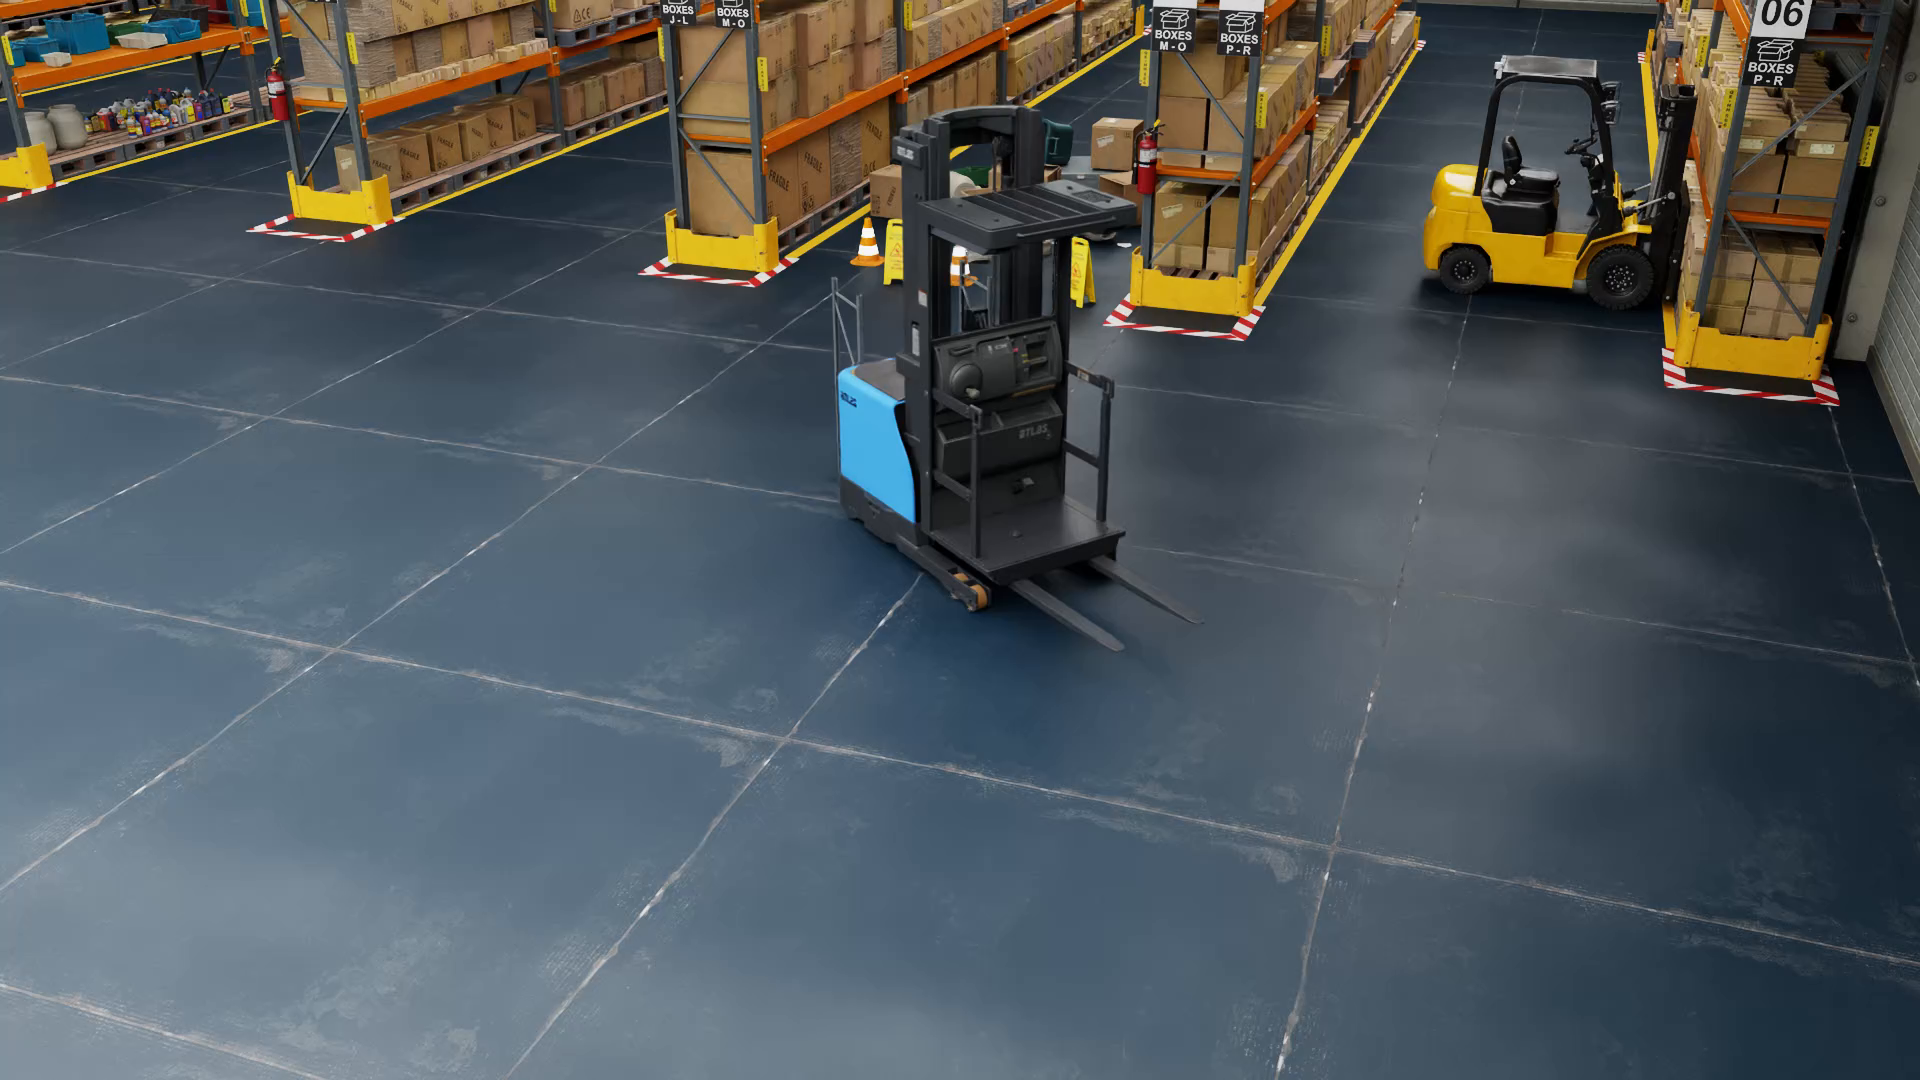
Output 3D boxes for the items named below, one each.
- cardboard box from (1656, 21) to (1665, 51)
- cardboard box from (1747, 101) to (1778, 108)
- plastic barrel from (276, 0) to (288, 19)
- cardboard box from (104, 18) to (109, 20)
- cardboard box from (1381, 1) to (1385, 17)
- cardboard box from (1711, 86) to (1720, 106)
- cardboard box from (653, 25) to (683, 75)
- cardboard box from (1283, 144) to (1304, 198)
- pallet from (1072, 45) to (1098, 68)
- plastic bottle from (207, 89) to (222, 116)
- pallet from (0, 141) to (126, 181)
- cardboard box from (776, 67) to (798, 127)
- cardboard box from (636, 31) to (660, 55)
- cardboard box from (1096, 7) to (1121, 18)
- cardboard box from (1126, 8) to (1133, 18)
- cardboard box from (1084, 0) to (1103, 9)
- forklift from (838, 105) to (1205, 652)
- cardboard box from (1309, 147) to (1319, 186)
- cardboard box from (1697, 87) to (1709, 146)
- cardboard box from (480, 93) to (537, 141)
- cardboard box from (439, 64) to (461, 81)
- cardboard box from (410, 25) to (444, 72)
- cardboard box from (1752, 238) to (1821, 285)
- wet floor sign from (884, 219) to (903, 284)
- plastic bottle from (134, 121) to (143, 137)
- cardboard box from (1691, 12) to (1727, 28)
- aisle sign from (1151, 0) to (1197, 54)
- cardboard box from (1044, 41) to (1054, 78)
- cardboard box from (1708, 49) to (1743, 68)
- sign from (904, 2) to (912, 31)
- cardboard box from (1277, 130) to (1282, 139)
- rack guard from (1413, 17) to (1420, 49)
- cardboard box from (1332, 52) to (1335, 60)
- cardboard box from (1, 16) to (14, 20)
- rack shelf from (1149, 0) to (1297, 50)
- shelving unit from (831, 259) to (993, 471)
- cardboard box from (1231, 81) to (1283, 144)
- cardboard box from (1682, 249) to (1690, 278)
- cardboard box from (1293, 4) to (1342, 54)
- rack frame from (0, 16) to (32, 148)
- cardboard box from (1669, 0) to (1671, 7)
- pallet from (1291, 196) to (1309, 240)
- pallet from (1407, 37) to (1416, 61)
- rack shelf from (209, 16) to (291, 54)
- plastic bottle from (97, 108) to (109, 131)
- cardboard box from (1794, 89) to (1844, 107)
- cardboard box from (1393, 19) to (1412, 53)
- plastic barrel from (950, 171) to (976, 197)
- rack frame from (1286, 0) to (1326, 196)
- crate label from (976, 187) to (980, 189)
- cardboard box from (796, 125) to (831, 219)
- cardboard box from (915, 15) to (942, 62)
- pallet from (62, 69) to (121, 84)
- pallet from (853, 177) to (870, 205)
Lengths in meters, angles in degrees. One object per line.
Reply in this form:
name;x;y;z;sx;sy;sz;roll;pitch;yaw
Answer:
cardboard box;11.938;-8.282;27.519;0.797;0.503;0.637;8;27;15
cardboard box;6.941;-3.745;14.565;0.380;0.149;0.250;9;27;19
plastic barrel;-9.935;-7.819;24.024;0.433;0.535;0.433;0;26;0
cardboard box;-14.417;-8.574;27.770;0.500;0.311;0.500;8;27;16
cardboard box;5.949;-7.826;24.368;0.500;0.250;0.500;8;27;16
cardboard box;7.430;-4.245;15.940;0.380;0.149;0.250;8;27;16
cardboard box;-4.210;-7.835;26.170;1.225;0.875;0.875;7;27;15
cardboard box;3.444;-4.039;18.185;0.500;0.500;0.500;9;27;18
pallet;1.706;-8.231;28.231;1.003;0.211;1.213;9;27;17
plastic bottle;-10.403;-6.096;23.156;0.144;0.351;0.185;8;27;16
pallet;-11.535;-4.869;21.287;1.003;0.211;1.213;9;27;17
cardboard box;-2.234;-4.729;17.627;0.875;0.550;0.550;9;27;17
cardboard box;-4.653;-7.453;24.927;0.500;0.250;0.500;10;28;20
cardboard box;2.623;-9.332;29.413;0.380;0.149;0.250;10;28;19
cardboard box;2.941;-9.630;30.369;0.380;0.149;0.250;8;27;16
cardboard box;2.374;-9.725;30.225;0.380;0.149;0.250;9;27;18
forklift;0.368;-1.104;10.390;1.130;2.935;3.031;-16;30;-29
cardboard box;3.727;-4.463;19.783;0.950;0.372;0.625;9;27;18
cardboard box;7.686;-4.207;16.605;0.500;0.500;0.500;9;27;18
cardboard box;-5.961;-5.583;21.950;0.500;0.500;0.500;8;27;16
cardboard box;-6.211;-5.606;19.898;0.380;0.149;0.250;9;27;17
cardboard box;-6.652;-5.857;19.673;0.875;0.500;0.500;9;27;17
cardboard box;7.245;-2.450;14.618;0.500;0.250;0.500;8;27;17
wet floor sign;-0.620;-2.915;16.753;0.267;0.644;0.232;4;26;8
plastic bottle;-10.860;-5.433;21.960;0.097;0.201;0.097;0;26;0
cardboard box;9.097;-6.305;20.195;0.380;0.149;0.250;9;27;19
aisle sign;1.930;-4.784;14.929;0.394;0.787;0.004;9;27;17
cardboard box;1.161;-7.507;25.923;0.500;0.500;0.500;8;27;16
cardboard box;7.851;-4.906;16.963;0.380;0.149;0.250;9;27;18
sign;-0.622;-6.263;19.882;0.100;0.325;0.005;9;27;17
cardboard box;3.097;-4.227;17.050;0.380;0.149;0.250;8;27;16
rack guard;7.557;-9.057;29.606;1.175;0.500;0.348;9;27;17
cardboard box;4.276;-5.827;19.872;0.380;0.149;0.250;9;27;18
cardboard box;-18.103;-9.981;30.632;0.750;0.750;0.750;8;27;17
rack shelf;2.890;-5.445;16.662;1.077;0.370;4.000;9;27;17
shelving unit;-0.342;-1.210;12.251;1.048;1.500;0.538;-12;28;-23
cardboard box;2.813;-4.144;16.134;0.500;0.500;0.500;10;27;19
cardboard box;6.950;-2.505;15.305;0.500;0.250;0.500;8;27;17
cardboard box;4.148;-5.966;19.415;0.500;0.500;0.500;9;27;18
rack frame;-11.792;-5.753;19.913;1.000;3.000;0.127;9;27;17
cardboard box;10.528;-7.878;23.706;0.700;0.500;0.500;9;27;19
pallet;3.365;-3.705;18.883;1.003;0.211;1.213;9;27;17
pallet;7.356;-8.577;28.947;1.003;0.211;1.213;9;27;17
rack shelf;-9.795;-7.894;25.162;1.077;0.370;4.000;9;27;17
plastic bottle;-11.484;-5.643;22.306;0.152;0.276;0.135;9;27;18
cardboard box;7.754;-3.975;15.041;0.380;0.149;0.250;8;27;16
cardboard box;7.127;-8.545;28.138;0.875;0.438;0.875;9;27;19
plastic barrel;-0.077;-4.069;19.392;0.421;0.421;0.512;-14;29;-27
rack frame;3.555;-5.241;18.856;1.000;3.000;0.127;9;27;17
crate label;0.142;-4.122;19.829;0.298;0.136;0.250;-9;27;-18
cardboard box;-2.023;-4.156;18.572;0.875;0.875;0.875;8;27;17
cardboard box;-0.550;-6.347;21.025;0.500;0.500;0.500;9;27;18
pallet;-14.518;-7.673;27.078;1.003;0.211;1.213;9;27;17
pallet;-1.473;-4.361;20.238;1.003;0.211;1.213;9;27;17
